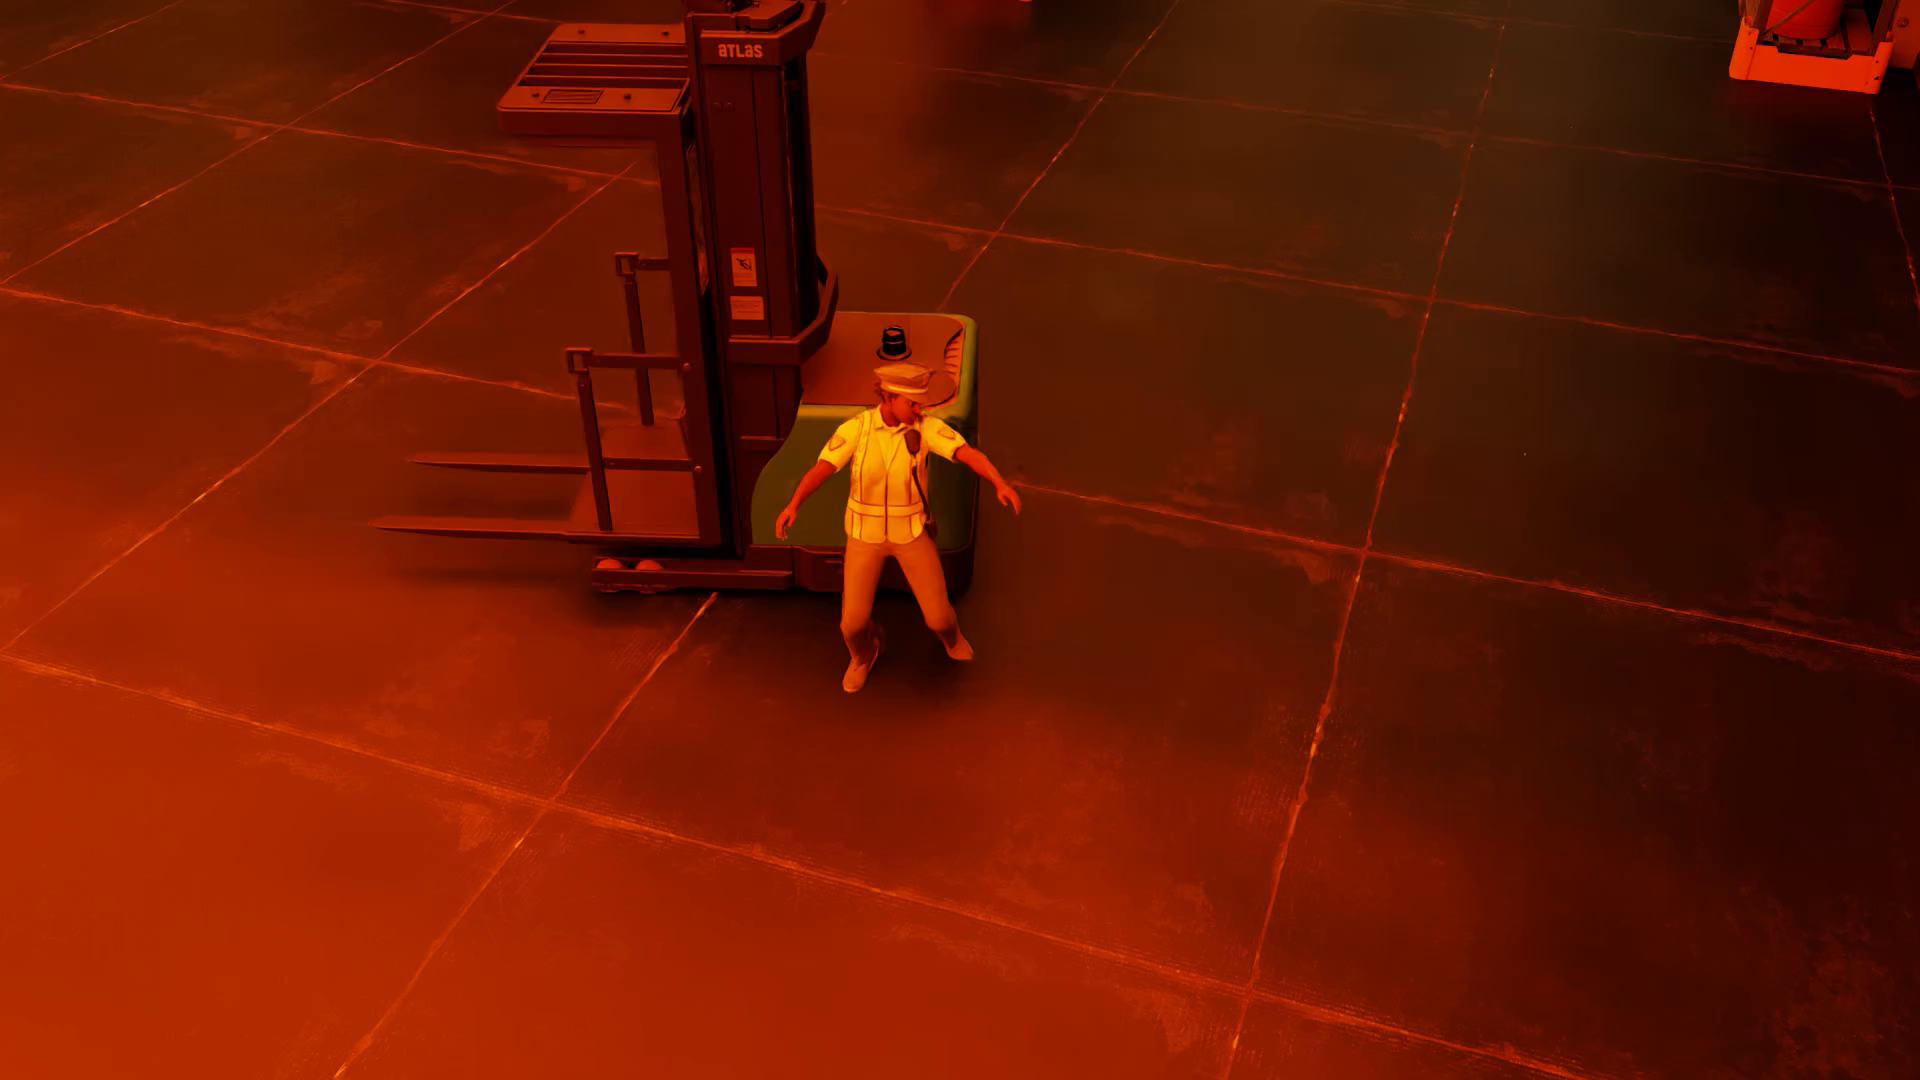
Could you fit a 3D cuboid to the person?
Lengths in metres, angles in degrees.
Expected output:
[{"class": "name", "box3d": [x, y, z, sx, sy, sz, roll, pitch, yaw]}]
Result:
[{"class": "person", "box3d": [-0.242, 0.040, 7.352, 1.016, 1.596, 0.751, 2, 35, 3]}]

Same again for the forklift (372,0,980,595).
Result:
[{"class": "forklift", "box3d": [-1.431, -1.231, 7.847, 3.031, 2.935, 1.130, 2, 35, 2]}]
